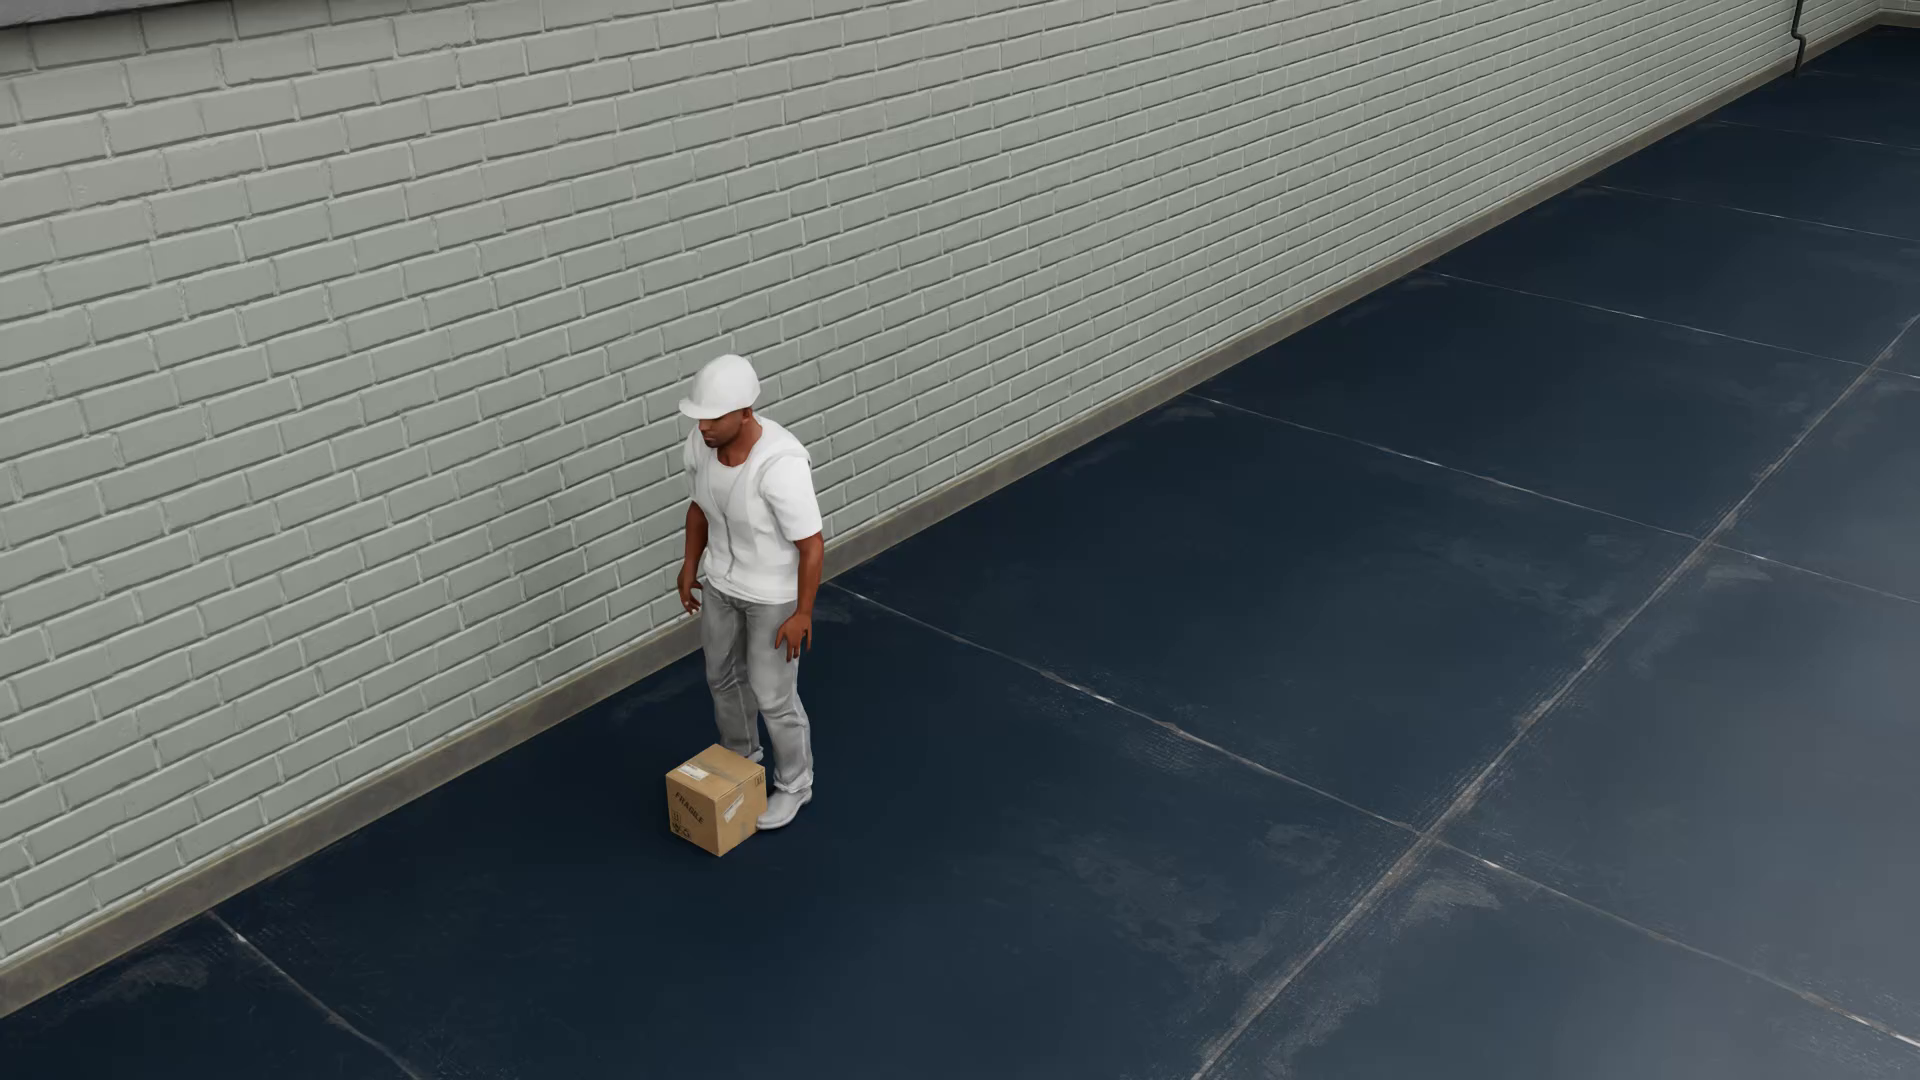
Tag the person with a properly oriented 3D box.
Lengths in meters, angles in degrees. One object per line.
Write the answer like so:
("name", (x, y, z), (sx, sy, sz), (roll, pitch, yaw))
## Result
("person", (-0.734, 0.172, 5.763), (0.628, 1.761, 0.456), (21, 34, 35))
